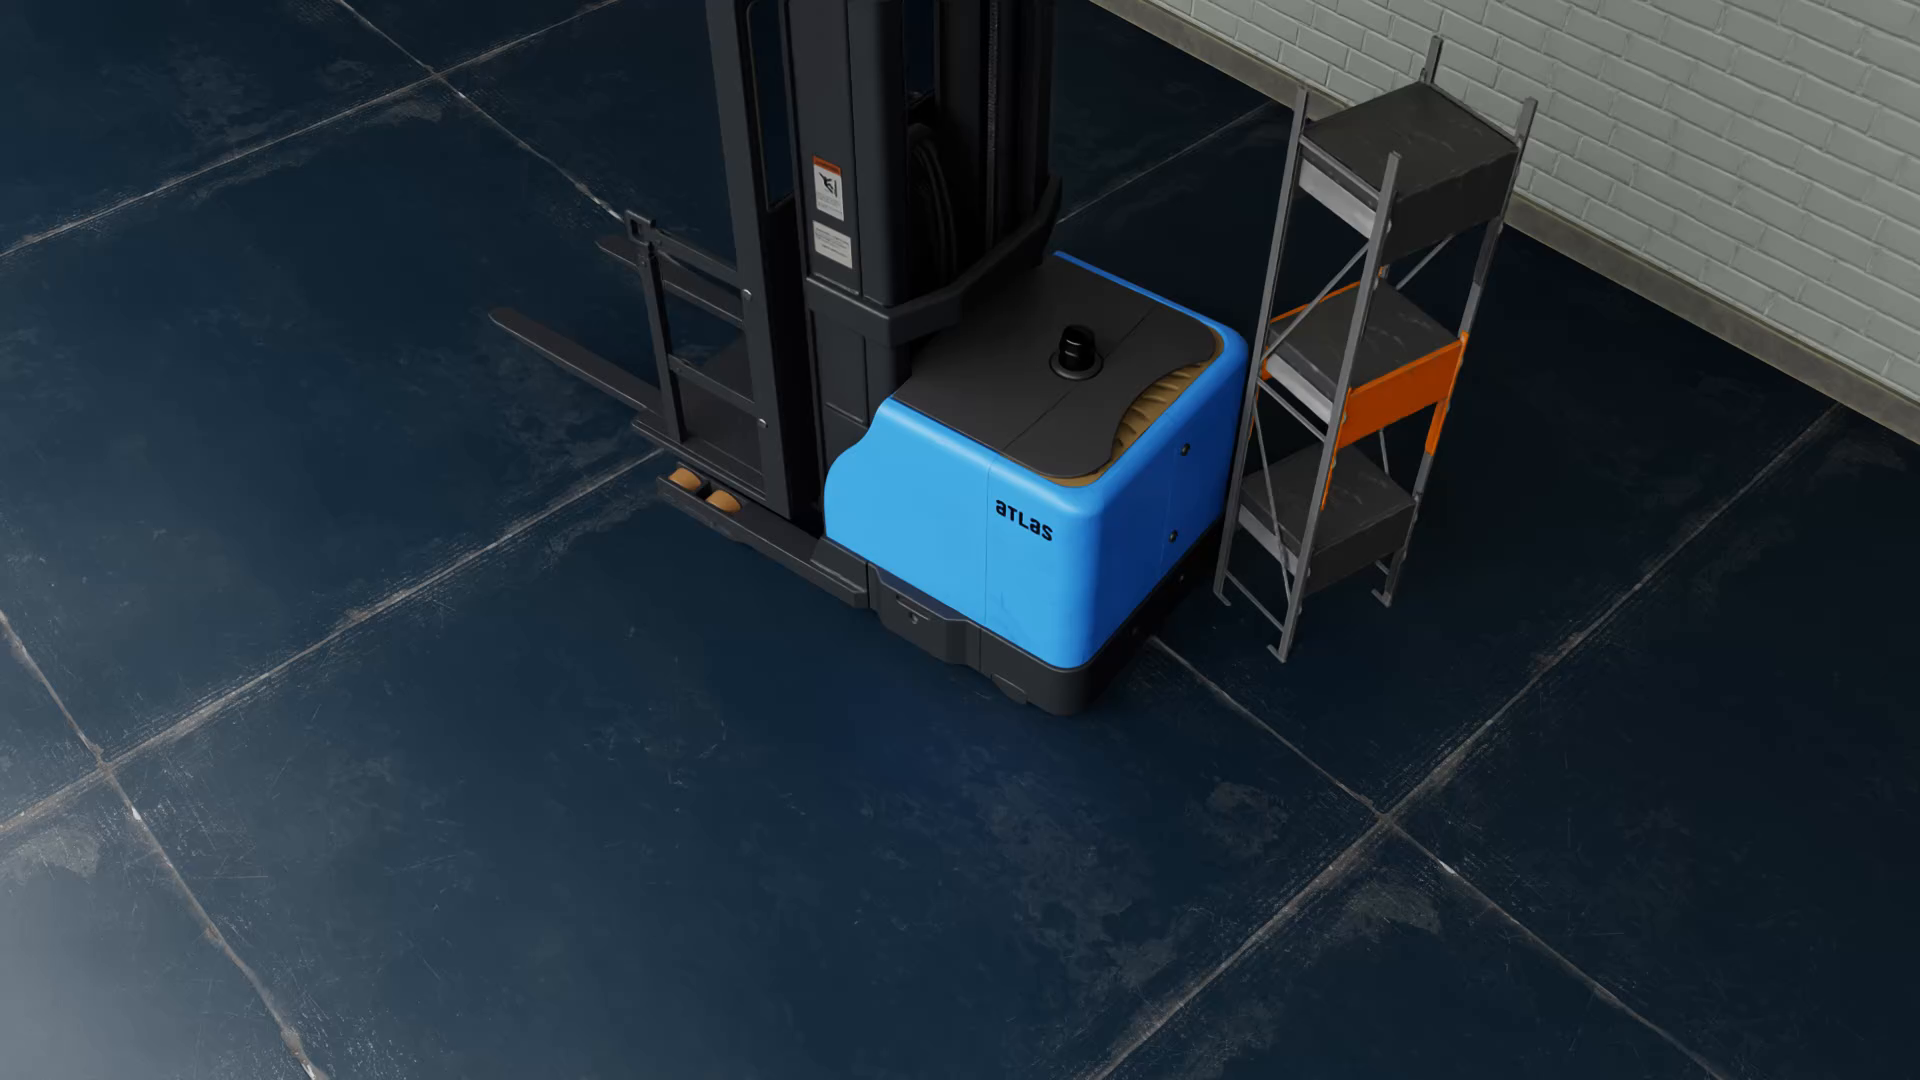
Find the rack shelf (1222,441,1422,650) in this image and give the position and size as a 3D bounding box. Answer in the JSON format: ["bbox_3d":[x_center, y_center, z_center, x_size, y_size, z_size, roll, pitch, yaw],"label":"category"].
[{"bbox_3d":[1.242,-0.014,5.805,0.480,0.518,0.431,-25,52,-21],"label":"rack shelf"}]

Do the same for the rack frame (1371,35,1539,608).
[{"bbox_3d":[1.449,-0.593,5.369,0.015,2.100,0.400,-25,52,-21],"label":"rack frame"}]

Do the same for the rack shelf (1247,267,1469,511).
[{"bbox_3d":[1.242,-0.488,5.291,0.480,0.518,0.431,-25,52,-21],"label":"rack shelf"}]

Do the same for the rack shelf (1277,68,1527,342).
[{"bbox_3d":[1.242,-0.963,4.776,0.480,0.518,0.431,-25,52,-21],"label":"rack shelf"}]

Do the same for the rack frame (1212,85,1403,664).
[{"bbox_3d":[1.035,-0.402,5.193,0.015,2.100,0.400,-25,52,-21],"label":"rack frame"}]

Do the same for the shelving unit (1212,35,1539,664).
[{"bbox_3d":[1.242,-0.498,5.281,0.503,2.100,0.431,-25,52,-21],"label":"shelving unit"}]

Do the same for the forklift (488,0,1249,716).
[{"bbox_3d":[-0.524,-1.297,5.453,3.031,2.935,1.130,29,54,24],"label":"forklift"}]
